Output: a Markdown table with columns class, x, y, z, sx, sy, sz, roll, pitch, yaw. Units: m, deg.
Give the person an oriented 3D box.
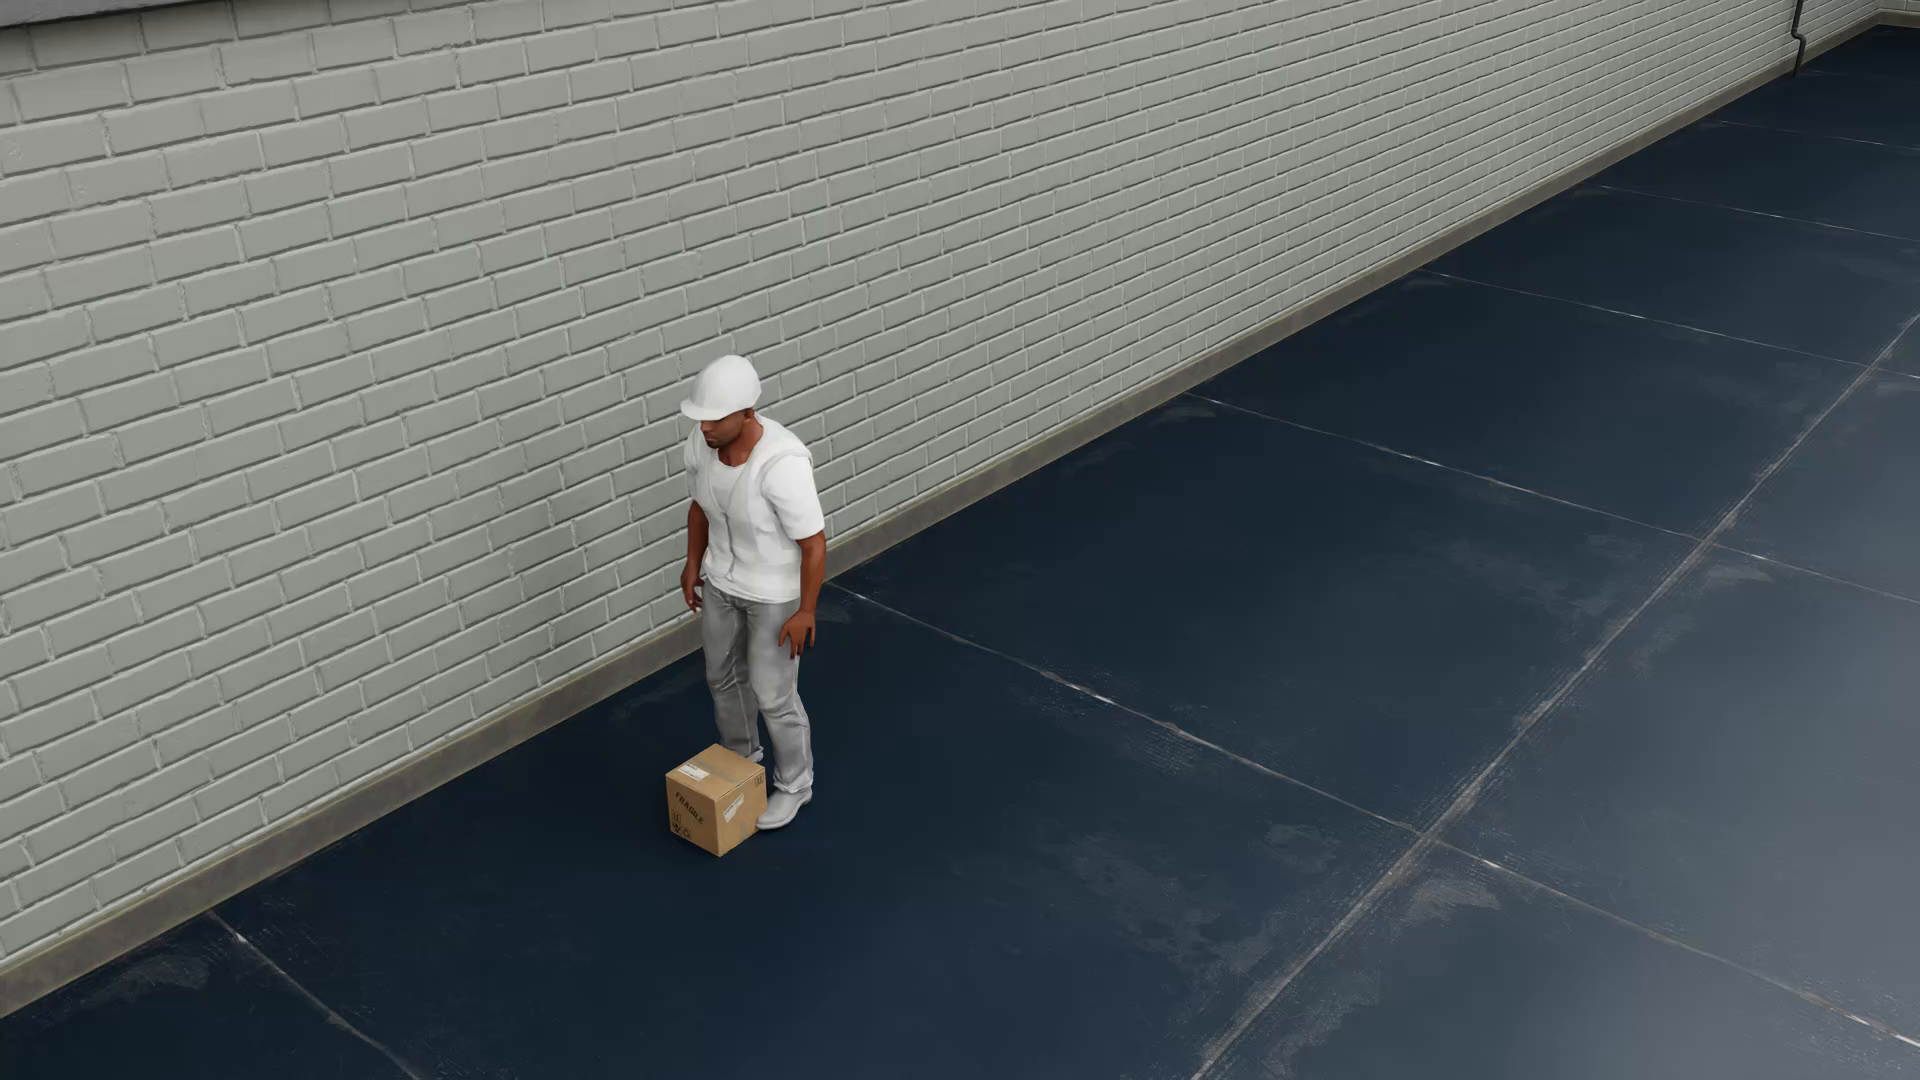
| class | x | y | z | sx | sy | sz | roll | pitch | yaw |
| --- | --- | --- | --- | --- | --- | --- | --- | --- | --- |
| person | -0.733 | 0.170 | 5.767 | 0.625 | 1.760 | 0.460 | 20 | 33 | 34 |
